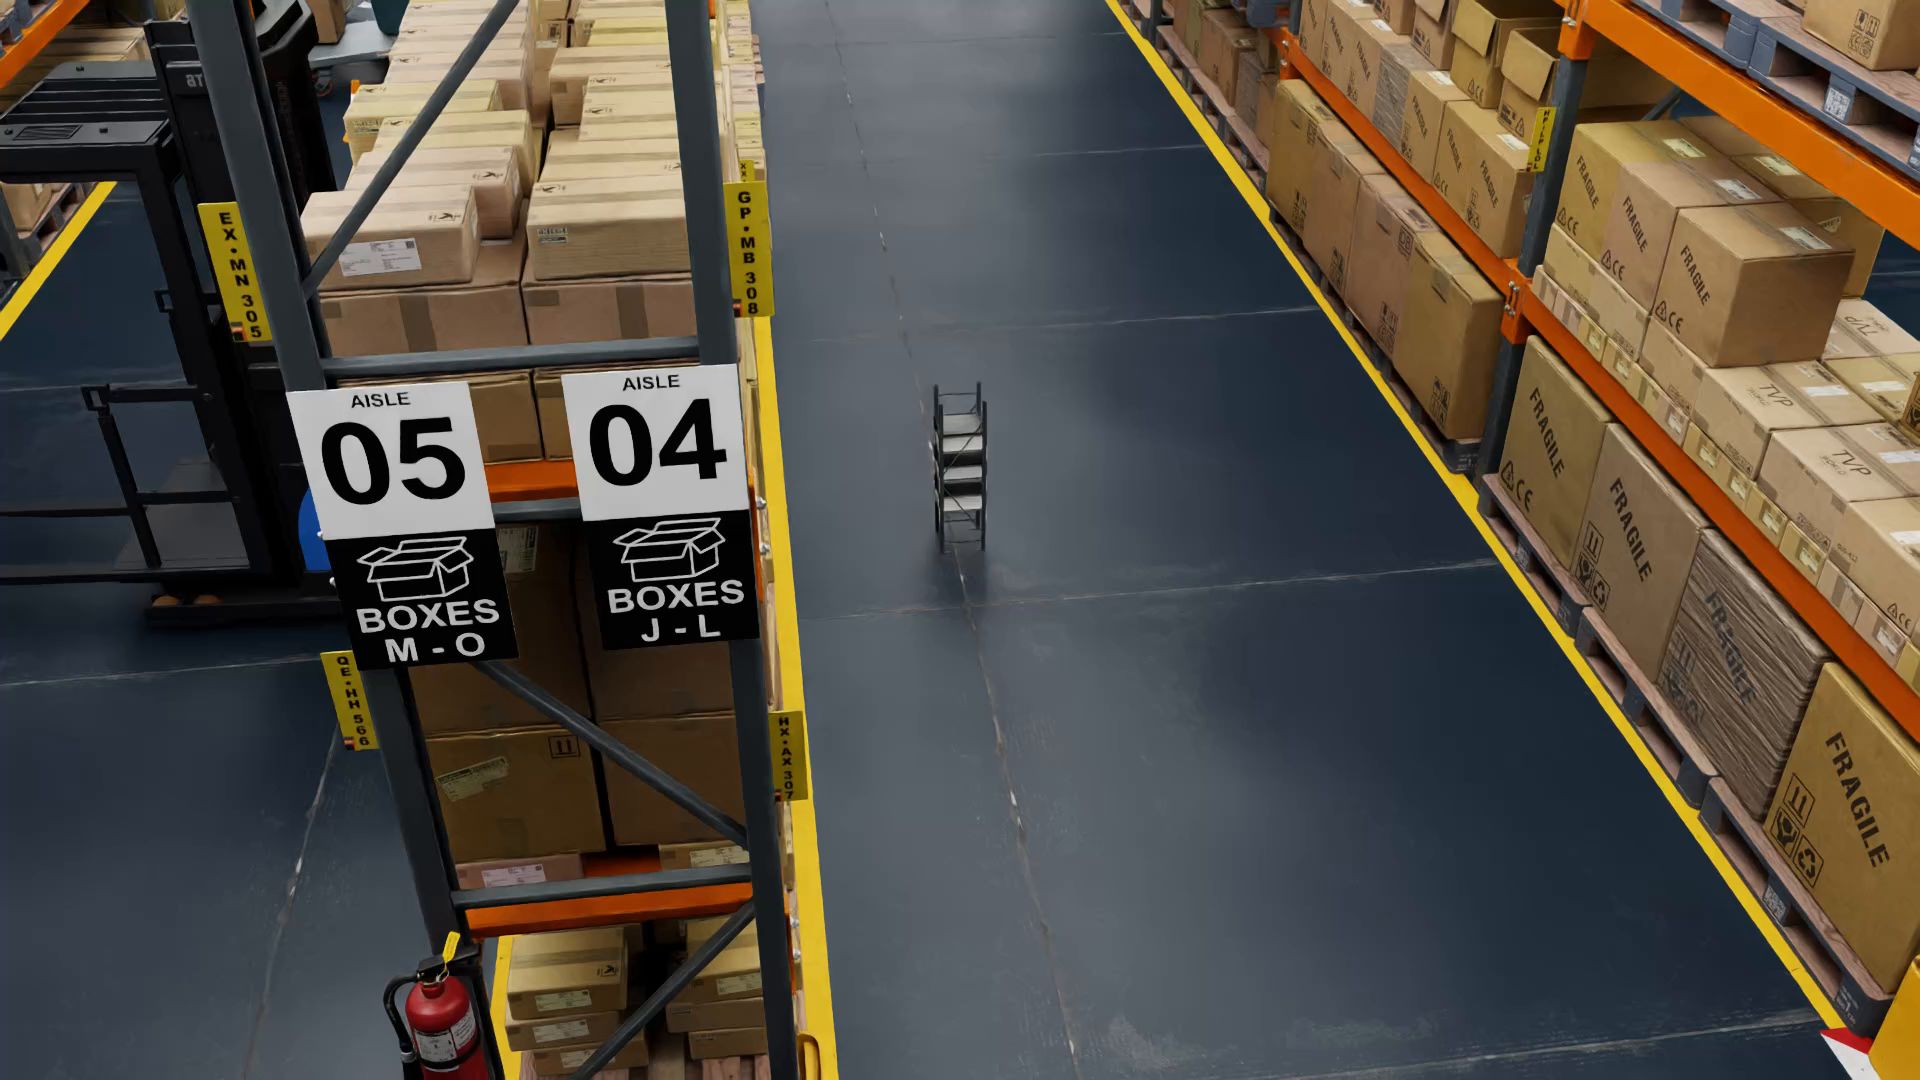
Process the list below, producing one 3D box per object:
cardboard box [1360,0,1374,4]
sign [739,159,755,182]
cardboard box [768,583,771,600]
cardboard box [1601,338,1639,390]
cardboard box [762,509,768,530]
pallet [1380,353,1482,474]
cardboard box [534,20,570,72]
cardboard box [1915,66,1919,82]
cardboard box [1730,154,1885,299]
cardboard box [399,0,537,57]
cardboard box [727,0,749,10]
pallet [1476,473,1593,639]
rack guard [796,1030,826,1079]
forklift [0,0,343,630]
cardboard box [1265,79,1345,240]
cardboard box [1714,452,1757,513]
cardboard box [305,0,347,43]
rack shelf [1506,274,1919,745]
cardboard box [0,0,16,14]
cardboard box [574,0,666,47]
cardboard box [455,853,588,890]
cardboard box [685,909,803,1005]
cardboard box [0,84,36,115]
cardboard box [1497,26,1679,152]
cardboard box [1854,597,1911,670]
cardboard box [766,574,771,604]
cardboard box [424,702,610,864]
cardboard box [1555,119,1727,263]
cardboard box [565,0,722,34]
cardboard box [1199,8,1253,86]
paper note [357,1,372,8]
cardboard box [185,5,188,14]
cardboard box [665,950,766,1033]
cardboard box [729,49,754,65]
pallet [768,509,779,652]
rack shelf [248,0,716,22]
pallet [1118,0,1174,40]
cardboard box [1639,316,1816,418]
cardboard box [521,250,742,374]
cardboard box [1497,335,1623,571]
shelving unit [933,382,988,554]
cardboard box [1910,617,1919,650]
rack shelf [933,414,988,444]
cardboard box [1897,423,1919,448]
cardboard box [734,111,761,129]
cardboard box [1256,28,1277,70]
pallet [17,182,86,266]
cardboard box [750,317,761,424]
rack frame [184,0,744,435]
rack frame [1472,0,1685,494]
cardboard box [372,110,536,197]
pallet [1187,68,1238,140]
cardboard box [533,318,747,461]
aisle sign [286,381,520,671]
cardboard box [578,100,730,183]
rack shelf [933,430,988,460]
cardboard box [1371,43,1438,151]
[{"bbox_3d":[2.923,-3.835,10.863,0.797,0.503,0.637,-3,34,-5],"label":"cardboard box"},{"bbox_3d":[-1.014,-1.640,7.853,0.100,0.325,0.005,-4,35,-6],"label":"sign"},{"bbox_3d":[-1.108,0.254,8.000,0.380,0.149,0.250,-5,35,-8],"label":"cardboard box"},{"bbox_3d":[3.197,-0.822,7.644,0.380,0.149,0.250,-5,35,-8],"label":"cardboard box"},{"bbox_3d":[-1.144,-0.054,8.188,0.380,0.149,0.250,-6,35,-9],"label":"cardboard box"},{"bbox_3d":[3.200,-0.829,9.907,1.003,0.211,1.213,-4,35,-6],"label":"pallet"},{"bbox_3d":[-1.519,-1.481,5.413,0.500,0.250,0.500,-6,35,-8],"label":"cardboard box"},{"bbox_3d":[3.719,-1.714,5.516,0.700,0.500,0.500,-7,35,-10],"label":"cardboard box"},{"bbox_3d":[3.768,-1.411,7.489,0.500,0.500,0.500,-4,34,-6],"label":"cardboard box"},{"bbox_3d":[-1.533,-1.577,5.201,0.380,0.149,0.250,-5,35,-8],"label":"cardboard box"},{"bbox_3d":[-1.501,-3.259,10.320,0.380,0.149,0.250,-3,34,-5],"label":"cardboard box"},{"bbox_3d":[3.403,0.026,8.653,1.003,0.211,1.213,-4,35,-6],"label":"pallet"},{"bbox_3d":[-1.023,1.986,5.521,1.175,0.500,0.348,-4,35,-6],"label":"rack guard"},{"bbox_3d":[-3.667,-1.075,7.854,3.031,2.935,1.130,-2,34,-3],"label":"forklift"},{"bbox_3d":[2.912,-2.697,11.687,1.225,0.875,0.875,-6,35,-9],"label":"cardboard box"},{"bbox_3d":[3.337,-0.247,6.801,0.380,0.149,0.250,-4,34,-5],"label":"cardboard box"},{"bbox_3d":[-5.758,-4.701,14.661,0.500,0.500,0.500,-4,35,-6],"label":"cardboard box"},{"bbox_3d":[3.647,-0.143,7.064,1.077,0.370,4.000,-4,35,-6],"label":"rack shelf"},{"bbox_3d":[-6.852,-3.775,11.604,0.380,0.149,0.250,-4,34,-6],"label":"cardboard box"},{"bbox_3d":[-1.010,-1.621,5.265,0.380,0.149,0.250,-3,34,-5],"label":"cardboard box"},{"bbox_3d":[-1.336,0.938,5.061,0.380,0.149,0.250,-4,35,-6],"label":"cardboard box"},{"bbox_3d":[-0.746,1.436,5.739,0.380,0.149,0.250,-6,35,-9],"label":"cardboard box"},{"bbox_3d":[-7.249,-3.276,12.983,0.950,0.372,0.625,-3,34,-5],"label":"cardboard box"},{"bbox_3d":[3.284,-2.368,8.710,0.797,0.503,0.637,-5,35,-8],"label":"cardboard box"},{"bbox_3d":[3.473,0.320,5.968,0.380,0.149,0.250,-4,35,-6],"label":"cardboard box"},{"bbox_3d":[-1.045,0.273,7.444,0.380,0.149,0.250,-6,35,-9],"label":"cardboard box"},{"bbox_3d":[-1.328,0.600,4.982,0.500,0.500,0.500,-4,34,-5],"label":"cardboard box"},{"bbox_3d":[3.189,-1.640,7.825,0.500,0.500,0.500,-4,35,-6],"label":"cardboard box"},{"bbox_3d":[-1.103,-1.801,5.884,0.500,0.250,0.500,-3,34,-4],"label":"cardboard box"},{"bbox_3d":[2.485,-4.245,14.274,0.700,0.500,0.500,-7,35,-10],"label":"cardboard box"},{"bbox_3d":[-5.990,-5.408,16.798,0.148,0.019,0.142,7,35,10],"label":"paper note"},{"bbox_3d":[-7.412,-4.954,15.553,0.500,0.250,0.500,-3,34,-4],"label":"cardboard box"},{"bbox_3d":[-0.828,1.565,5.813,0.380,0.149,0.250,-3,34,-4],"label":"cardboard box"},{"bbox_3d":[-1.362,-2.679,9.468,0.380,0.149,0.250,-3,34,-5],"label":"cardboard box"},{"bbox_3d":[-1.425,0.287,8.269,1.003,0.211,1.213,-4,35,-6],"label":"pallet"},{"bbox_3d":[-1.281,-2.301,4.907,1.077,0.370,4.000,-4,35,-6],"label":"rack shelf"},{"bbox_3d":[2.177,-5.240,16.381,1.003,0.211,1.213,-4,35,-6],"label":"pallet"},{"bbox_3d":[3.319,-0.769,7.212,0.500,0.250,0.500,-4,34,-5],"label":"cardboard box"},{"bbox_3d":[-0.815,-0.659,4.208,0.500,0.250,0.500,-4,34,-6],"label":"cardboard box"},{"bbox_3d":[3.388,-0.477,8.429,0.875,0.875,0.875,-4,35,-6],"label":"cardboard box"},{"bbox_3d":[0.001,-0.367,8.619,0.258,0.900,0.210,-4,35,-6],"label":"shelving unit"},{"bbox_3d":[3.588,0.365,5.549,0.500,0.250,0.500,-5,35,-7],"label":"cardboard box"},{"bbox_3d":[0.001,-0.563,8.485,0.258,0.077,0.200,-4,35,-6],"label":"rack shelf"},{"bbox_3d":[3.979,-0.244,6.442,0.500,0.250,0.500,-5,35,-8],"label":"cardboard box"},{"bbox_3d":[-1.223,-2.106,8.627,0.380,0.149,0.250,-4,34,-6],"label":"cardboard box"},{"bbox_3d":[2.639,-3.914,13.121,0.500,0.250,0.500,-1,34,-1],"label":"cardboard box"},{"bbox_3d":[-7.083,-2.322,12.098,1.003,0.211,1.213,-4,35,-6],"label":"pallet"},{"bbox_3d":[-1.004,-0.710,6.016,0.500,0.500,0.500,-5,35,-8],"label":"cardboard box"},{"bbox_3d":[-1.012,-1.484,3.065,1.000,3.000,0.127,-4,35,-6],"label":"rack frame"},{"bbox_3d":[3.378,-1.556,8.499,1.000,3.000,0.127,-4,35,-6],"label":"rack frame"},{"bbox_3d":[-1.320,-1.005,4.362,0.380,0.149,0.250,-5,35,-8],"label":"cardboard box"},{"bbox_3d":[2.576,-3.752,14.196,1.003,0.211,1.213,-4,35,-6],"label":"pallet"},{"bbox_3d":[-0.819,-0.452,4.348,0.500,0.250,0.500,-3,34,-5],"label":"cardboard box"},{"bbox_3d":[-1.300,-0.016,3.930,0.394,0.787,0.004,-4,35,-6],"label":"aisle sign"},{"bbox_3d":[-0.811,-1.052,4.431,0.380,0.149,0.250,-4,35,-6],"label":"cardboard box"},{"bbox_3d":[0.001,-0.489,8.536,0.258,0.077,0.200,-4,35,-6],"label":"rack shelf"},{"bbox_3d":[2.845,-2.686,10.067,0.500,0.500,0.500,-4,35,-6],"label":"cardboard box"}]
